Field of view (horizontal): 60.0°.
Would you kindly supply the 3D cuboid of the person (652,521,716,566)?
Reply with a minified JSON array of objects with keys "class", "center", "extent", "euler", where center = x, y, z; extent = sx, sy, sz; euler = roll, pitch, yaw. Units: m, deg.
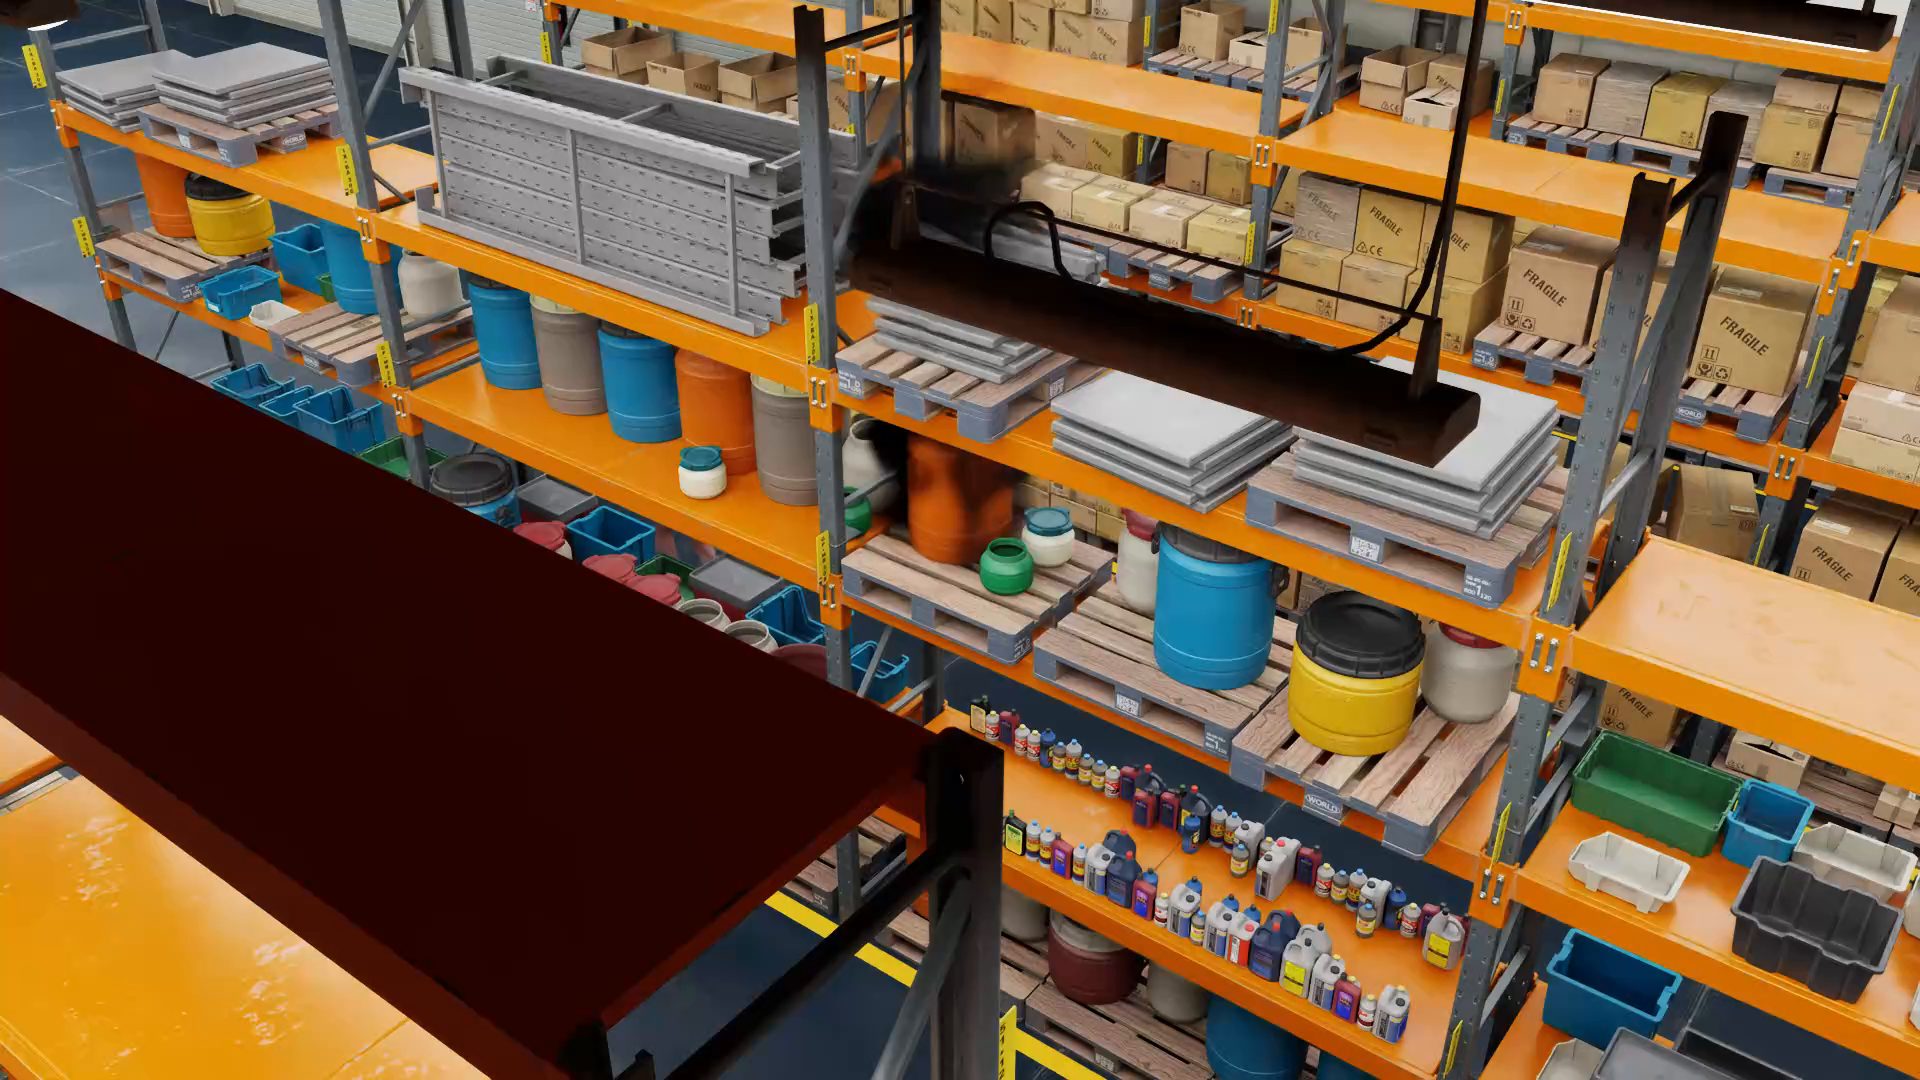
[{"class":"person","center":[-2.343,-0.299,14.147],"extent":[0.728,1.714,0.562],"euler":[18,36,26]}]
